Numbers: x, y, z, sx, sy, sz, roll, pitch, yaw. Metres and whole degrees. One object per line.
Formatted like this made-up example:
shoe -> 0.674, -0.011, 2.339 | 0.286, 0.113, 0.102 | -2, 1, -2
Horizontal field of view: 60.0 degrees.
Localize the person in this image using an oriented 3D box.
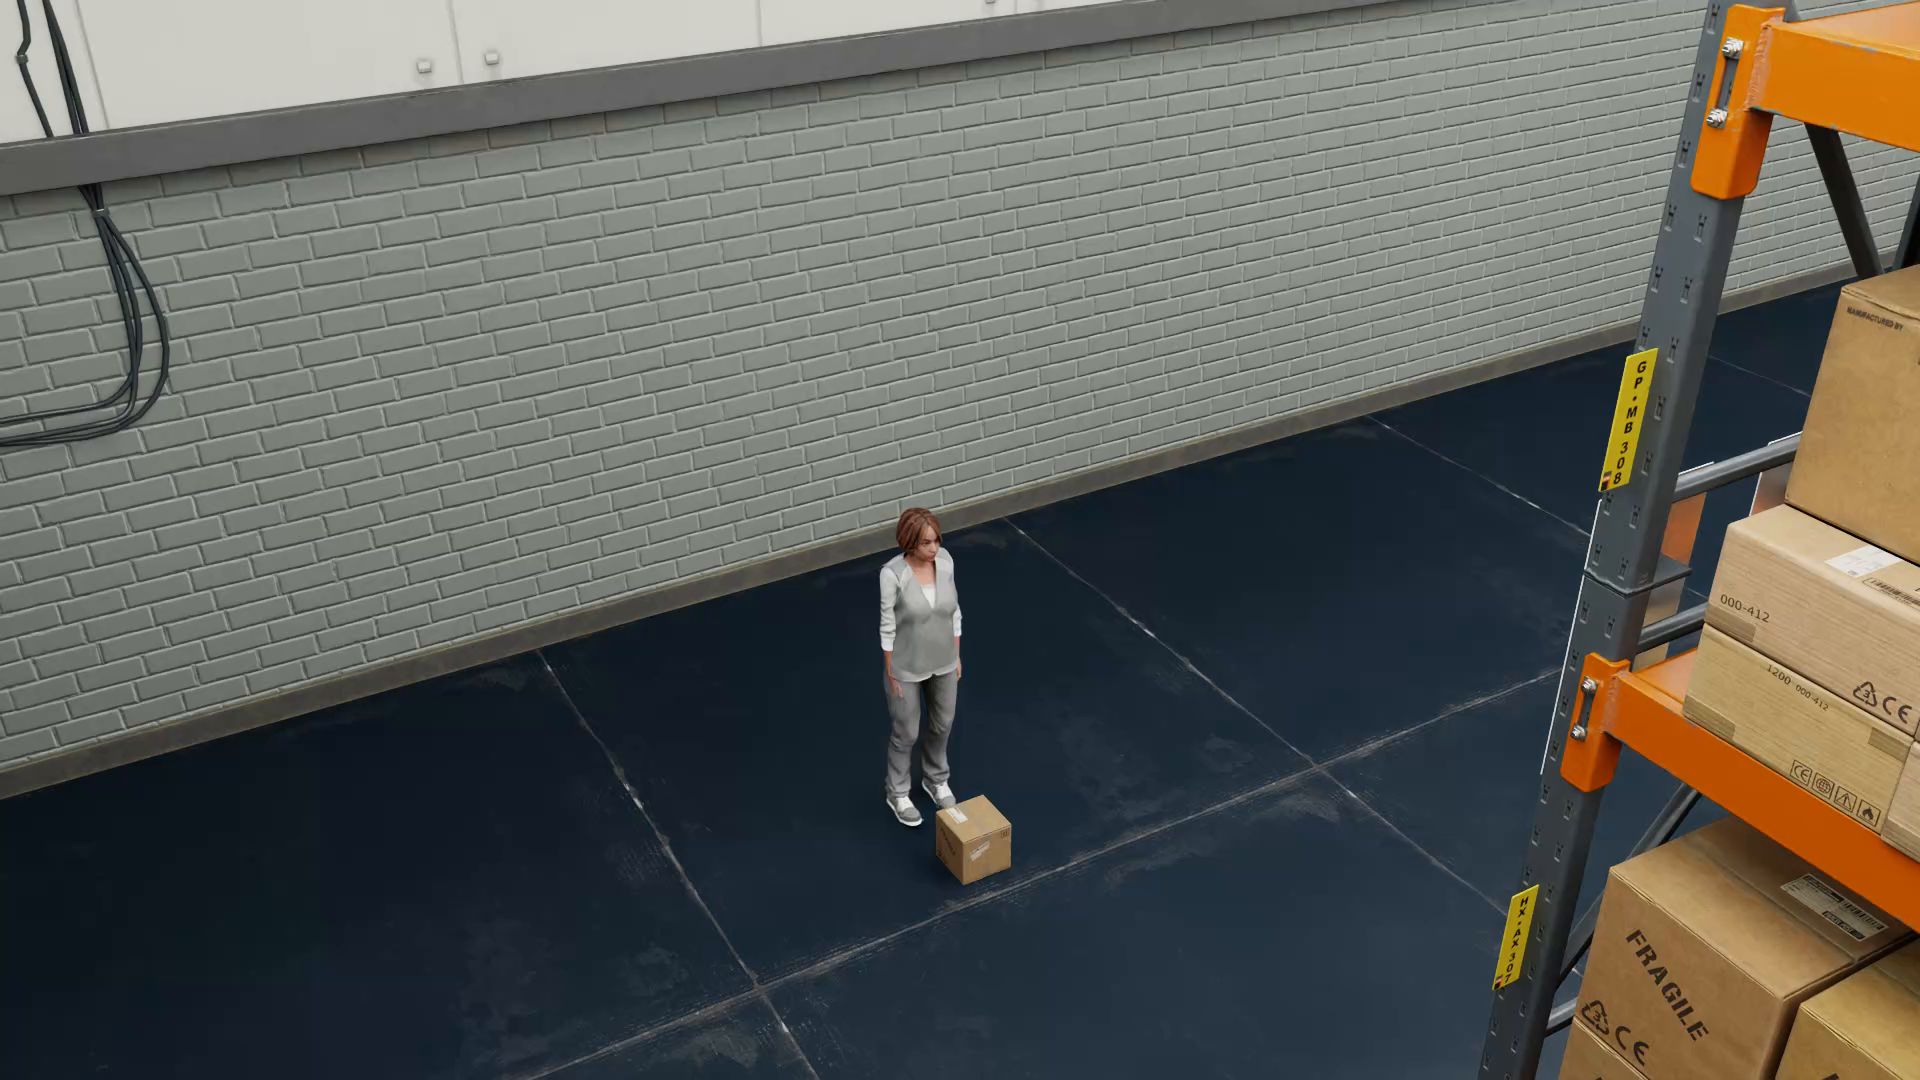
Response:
person -> -0.169, 0.577, 7.556 | 0.407, 1.617, 0.308 | -15, 33, -25
